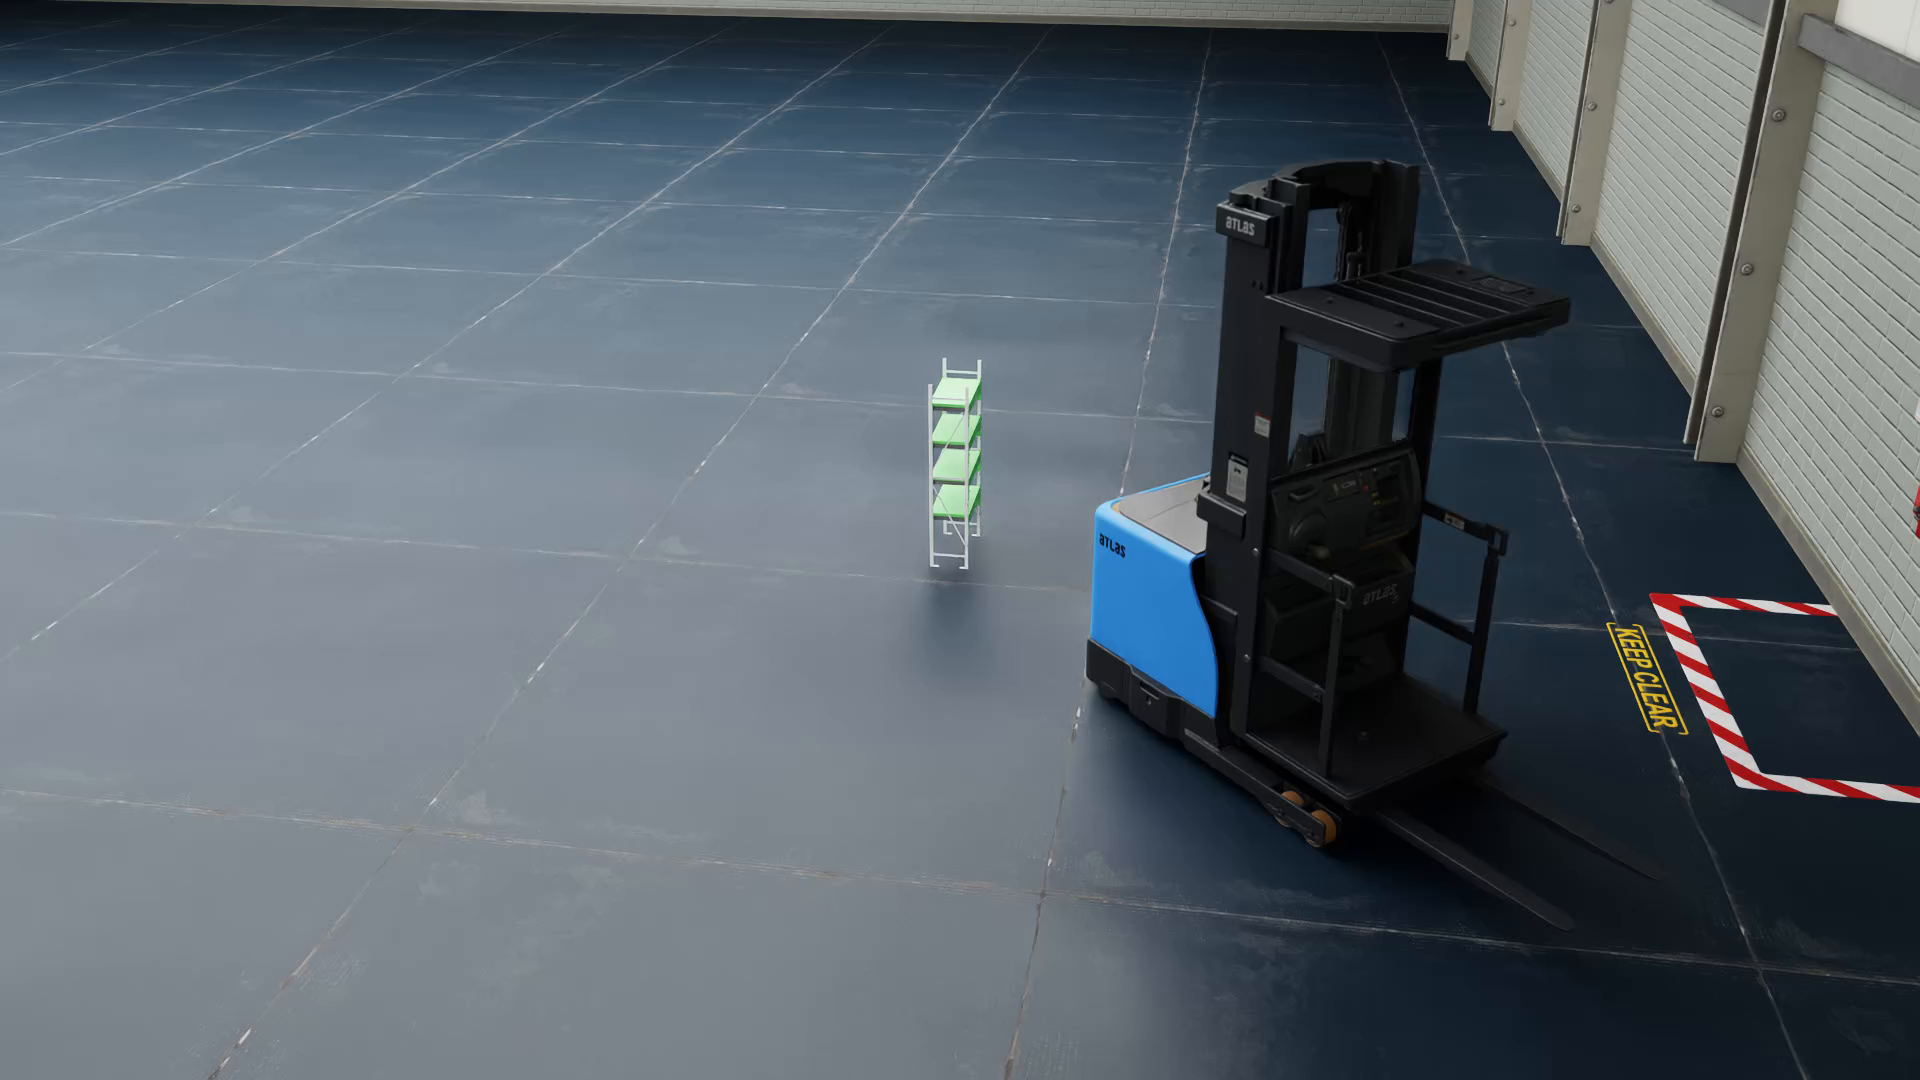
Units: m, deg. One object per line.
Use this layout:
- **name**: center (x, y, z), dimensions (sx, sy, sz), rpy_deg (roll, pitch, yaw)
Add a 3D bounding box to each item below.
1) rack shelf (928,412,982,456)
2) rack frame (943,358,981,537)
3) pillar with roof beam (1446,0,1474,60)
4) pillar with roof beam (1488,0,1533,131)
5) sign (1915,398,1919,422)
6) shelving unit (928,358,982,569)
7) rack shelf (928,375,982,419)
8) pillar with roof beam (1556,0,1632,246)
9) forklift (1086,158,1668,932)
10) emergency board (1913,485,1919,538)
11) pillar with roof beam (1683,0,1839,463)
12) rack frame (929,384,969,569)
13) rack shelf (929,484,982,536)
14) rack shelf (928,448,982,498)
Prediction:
- **rack shelf**: center (-0.027, -0.634, 10.273), dimensions (0.258, 0.148, 0.480), rpy_deg (4, 25, 9)
- **rack frame**: center (0.013, -0.576, 10.566), dimensions (0.240, 1.200, 0.015), rpy_deg (4, 25, 9)
- **pillar with roof beam**: center (4.173, -12.544, 26.934), dimensions (9.100, 9.000, 0.400), rpy_deg (4, 25, 9)
- **pillar with roof beam**: center (3.193, -10.035, 21.573), dimensions (9.100, 9.000, 0.400), rpy_deg (4, 25, 9)
- **sign**: center (5.132, -0.762, 8.798), dimensions (0.001, 0.329, 0.234), rpy_deg (4, 25, 9)
- **shelving unit**: center (-0.027, -0.474, 10.348), dimensions (0.258, 1.200, 0.503), rpy_deg (4, 25, 9)
- **rack shelf**: center (-0.027, -0.851, 10.171), dimensions (0.258, 0.148, 0.480), rpy_deg (4, 25, 9)
- **pillar with roof beam**: center (2.212, -7.525, 16.212), dimensions (9.100, 9.000, 0.400), rpy_deg (4, 25, 9)
- **forklift**: center (1.921, -0.136, 7.582), dimensions (1.130, 2.935, 3.031), rpy_deg (-16, 29, -30)
- **emergency board**: center (4.940, -0.522, 8.327), dimensions (0.194, 1.169, 0.643), rpy_deg (4, 25, 9)
- **pillar with roof beam**: center (1.232, -5.016, 10.851), dimensions (9.100, 9.000, 0.400), rpy_deg (4, 25, 9)
- **rack frame**: center (-0.067, -0.372, 10.130), dimensions (0.240, 1.200, 0.015), rpy_deg (4, 25, 9)
- **rack shelf**: center (-0.027, -0.199, 10.477), dimensions (0.258, 0.148, 0.480), rpy_deg (4, 25, 9)
- **rack shelf**: center (-0.027, -0.416, 10.375), dimensions (0.258, 0.148, 0.480), rpy_deg (4, 25, 9)
